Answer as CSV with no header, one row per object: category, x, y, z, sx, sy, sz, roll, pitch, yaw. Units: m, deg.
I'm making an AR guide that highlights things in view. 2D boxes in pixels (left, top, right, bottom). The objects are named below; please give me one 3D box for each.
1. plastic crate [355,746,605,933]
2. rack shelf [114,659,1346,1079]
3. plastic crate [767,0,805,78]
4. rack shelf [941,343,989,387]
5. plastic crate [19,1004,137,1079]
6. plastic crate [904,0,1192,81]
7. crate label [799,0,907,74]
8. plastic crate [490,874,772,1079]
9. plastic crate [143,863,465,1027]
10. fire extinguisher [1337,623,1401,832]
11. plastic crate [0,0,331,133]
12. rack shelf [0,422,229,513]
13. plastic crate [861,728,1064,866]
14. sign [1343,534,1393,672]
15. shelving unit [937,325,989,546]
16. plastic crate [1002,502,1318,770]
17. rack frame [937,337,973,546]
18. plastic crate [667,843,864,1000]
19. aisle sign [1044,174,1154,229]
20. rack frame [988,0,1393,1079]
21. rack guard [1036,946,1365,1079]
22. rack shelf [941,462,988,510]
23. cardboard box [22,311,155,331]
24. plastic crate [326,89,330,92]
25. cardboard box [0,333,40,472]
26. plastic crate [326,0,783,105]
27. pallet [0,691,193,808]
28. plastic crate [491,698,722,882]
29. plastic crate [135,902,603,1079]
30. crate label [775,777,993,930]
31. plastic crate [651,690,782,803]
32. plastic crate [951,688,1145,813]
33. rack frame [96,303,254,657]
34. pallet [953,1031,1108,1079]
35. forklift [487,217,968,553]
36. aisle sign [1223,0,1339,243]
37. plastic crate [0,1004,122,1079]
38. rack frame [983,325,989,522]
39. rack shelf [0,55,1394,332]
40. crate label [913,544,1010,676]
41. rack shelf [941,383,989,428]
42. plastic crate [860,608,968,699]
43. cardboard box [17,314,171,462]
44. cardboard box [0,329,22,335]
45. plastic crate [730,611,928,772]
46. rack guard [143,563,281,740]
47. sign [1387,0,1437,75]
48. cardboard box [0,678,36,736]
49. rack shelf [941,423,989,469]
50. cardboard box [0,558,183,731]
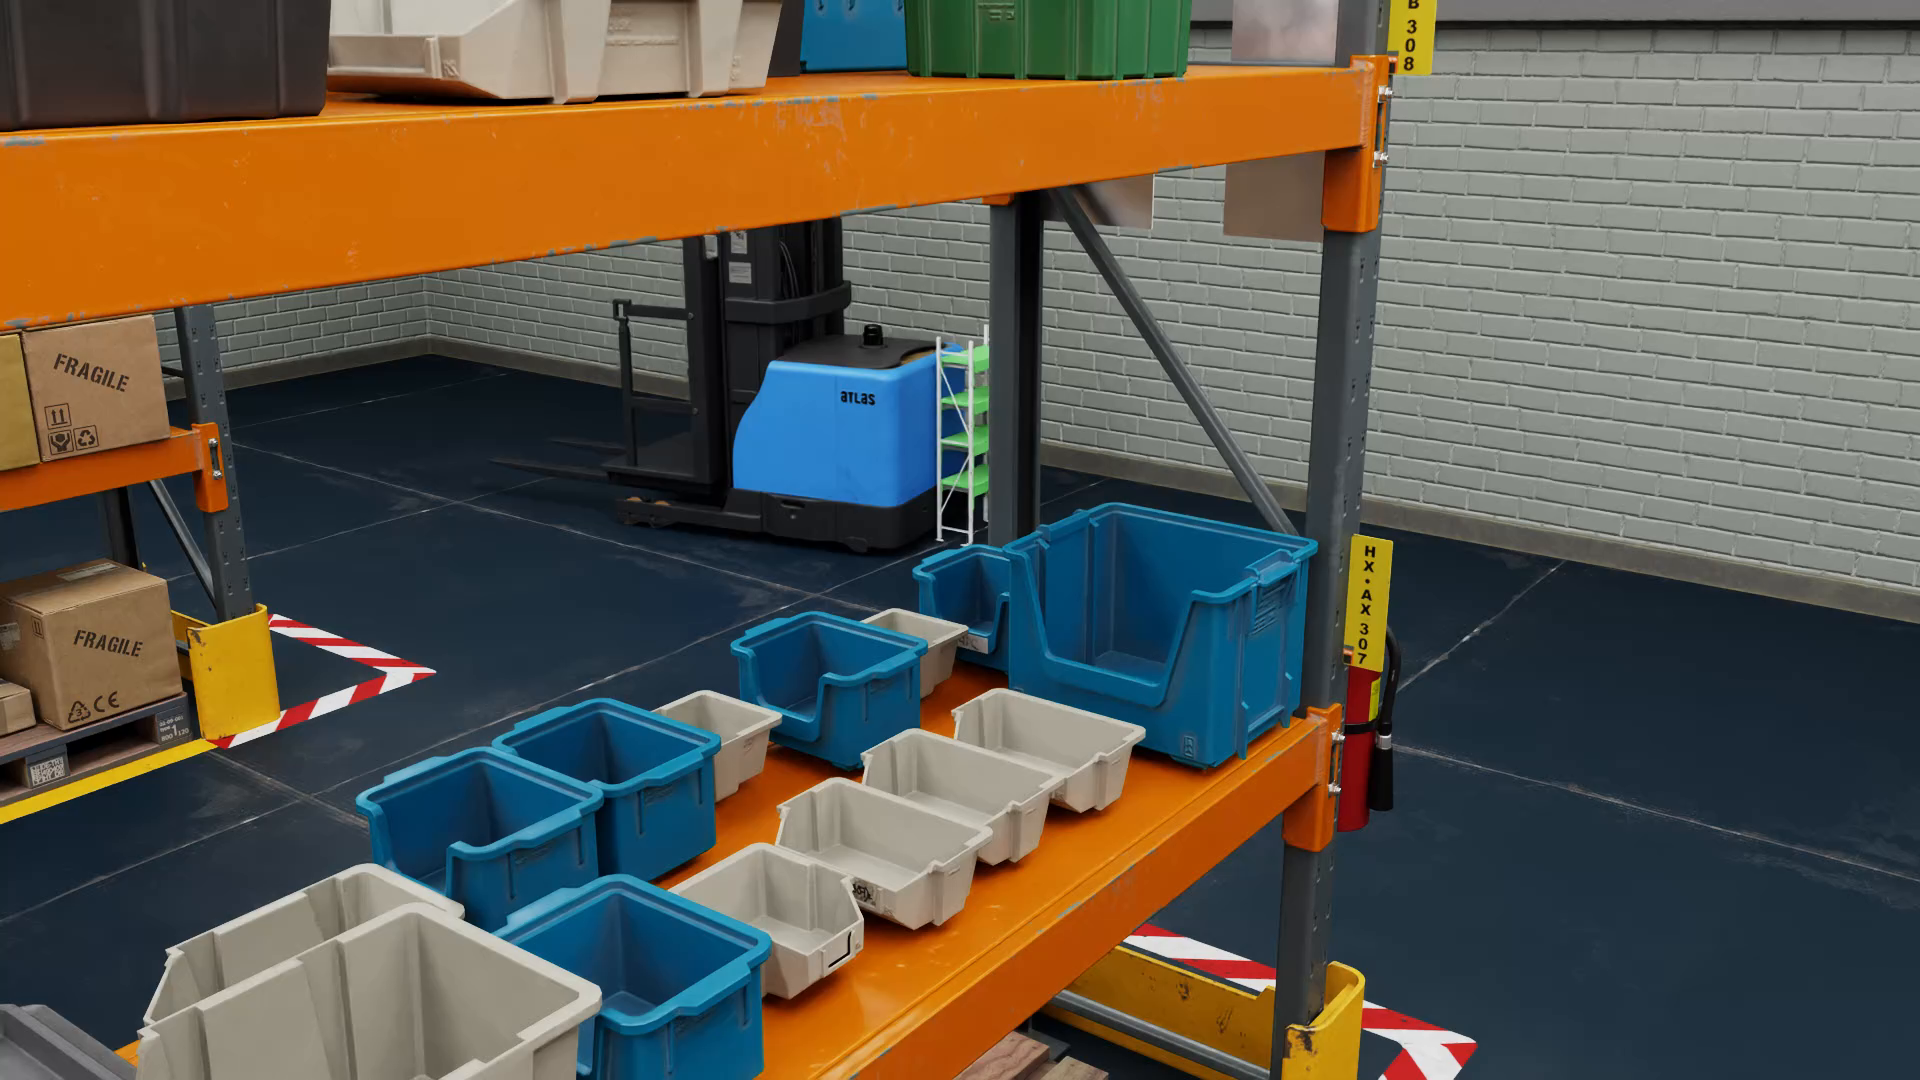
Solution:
plastic crate,-0.864,0.571,3.027,0.416,0.233,0.300,12,21,35
rack shelf,-0.681,0.954,2.826,1.077,0.370,4.000,12,21,35
plastic crate,-0.620,-0.953,2.802,0.504,0.338,0.767,12,21,35
rack shelf,0.108,-1.010,9.569,0.258,0.148,0.480,11,21,32
plastic crate,-1.421,0.876,2.228,0.437,0.125,0.590,12,21,35
plastic crate,0.153,-0.912,2.921,0.450,0.188,0.336,12,21,35
crate label,-0.298,-1.064,3.306,0.408,0.251,0.502,12,21,35
plastic crate,-0.507,0.720,2.548,0.416,0.233,0.300,12,21,35
plastic crate,-1.076,0.717,2.722,0.293,0.136,0.466,12,21,35
fire extinguisher,0.966,0.394,4.177,0.296,0.674,0.183,12,21,35
plastic crate,-0.912,-0.530,1.556,0.497,0.269,0.590,12,21,35
rack shelf,-4.657,0.078,5.647,1.077,0.370,4.000,12,21,35
plastic crate,-0.014,0.524,3.341,0.396,0.136,0.243,12,21,35
sign,0.962,0.150,3.928,0.100,0.325,0.005,12,21,35
shelving unit,0.108,-0.612,9.693,0.258,1.200,0.503,11,21,32
plastic crate,0.461,0.202,3.876,0.616,0.435,0.499,12,21,35
rack frame,-0.029,-0.552,9.500,0.240,1.200,0.015,11,21,32
plastic crate,-0.322,0.669,2.876,0.298,0.136,0.250,12,21,35
aisle sign,0.315,-1.177,4.092,0.394,0.787,0.004,12,21,35
rack frame,0.511,0.134,4.253,1.000,3.000,0.127,12,21,35
rack guard,0.515,1.320,4.650,1.175,0.500,0.348,12,21,35
rack shelf,0.108,-0.322,9.783,0.258,0.148,0.480,11,21,32
cardboard box,-3.509,-1.112,6.414,0.500,0.500,0.500,12,21,34
plastic crate,-1.057,-0.768,2.302,0.437,0.282,0.530,12,21,35
cardboard box,-3.819,-0.511,6.161,0.500,0.500,0.500,13,21,35
plastic crate,-0.521,-0.636,2.121,0.437,0.136,0.530,12,21,35
pallet,-3.984,0.798,6.818,1.003,0.211,1.213,12,21,35
plastic crate,-0.685,0.500,3.257,0.416,0.233,0.300,12,21,35
plastic crate,-0.815,0.784,2.260,0.437,0.282,0.530,12,21,35
crate label,-0.160,0.595,3.113,0.396,0.136,0.243,12,21,35
plastic crate,-0.562,0.456,3.562,0.250,0.136,0.298,12,21,35
plastic crate,0.170,0.458,3.555,0.396,0.136,0.243,12,21,35
rack frame,-3.465,-0.742,7.075,1.000,3.000,0.127,12,21,35
pallet,-0.012,1.656,4.056,1.003,0.211,1.213,12,21,35
forklift,-1.515,-1.599,9.952,3.031,2.935,1.130,8,19,23
aisle sign,0.789,-1.072,3.756,0.394,0.787,0.004,12,21,35
plastic crate,-1.139,0.860,1.709,0.402,0.464,0.583,12,21,35
rack frame,0.245,-0.672,9.885,0.240,1.200,0.015,11,21,32
rack shelf,-0.681,-0.478,2.381,1.077,0.370,4.000,12,21,35
crate label,0.099,0.186,4.267,0.416,0.233,0.303,12,21,35
rack shelf,0.108,-0.781,9.640,0.258,0.148,0.480,11,21,32
plastic crate,-0.158,0.294,4.082,0.250,0.136,0.298,12,21,35
cardboard box,-3.513,-0.635,6.561,0.500,0.500,0.500,13,22,36
cardboard box,-3.810,-0.992,6.026,0.500,0.500,0.500,13,22,36
plastic crate,-0.293,0.343,3.762,0.416,0.233,0.300,12,21,35
rack guard,-3.510,0.470,7.387,1.175,0.500,0.348,12,21,35
sign,0.962,-1.155,3.523,0.100,0.325,0.005,12,21,35
cardboard box,-3.905,0.655,6.613,0.380,0.166,0.250,12,21,35
rack shelf,0.108,-0.551,9.711,0.258,0.148,0.480,11,21,32
cardboard box,-3.591,0.415,6.823,0.500,0.500,0.500,12,21,35
